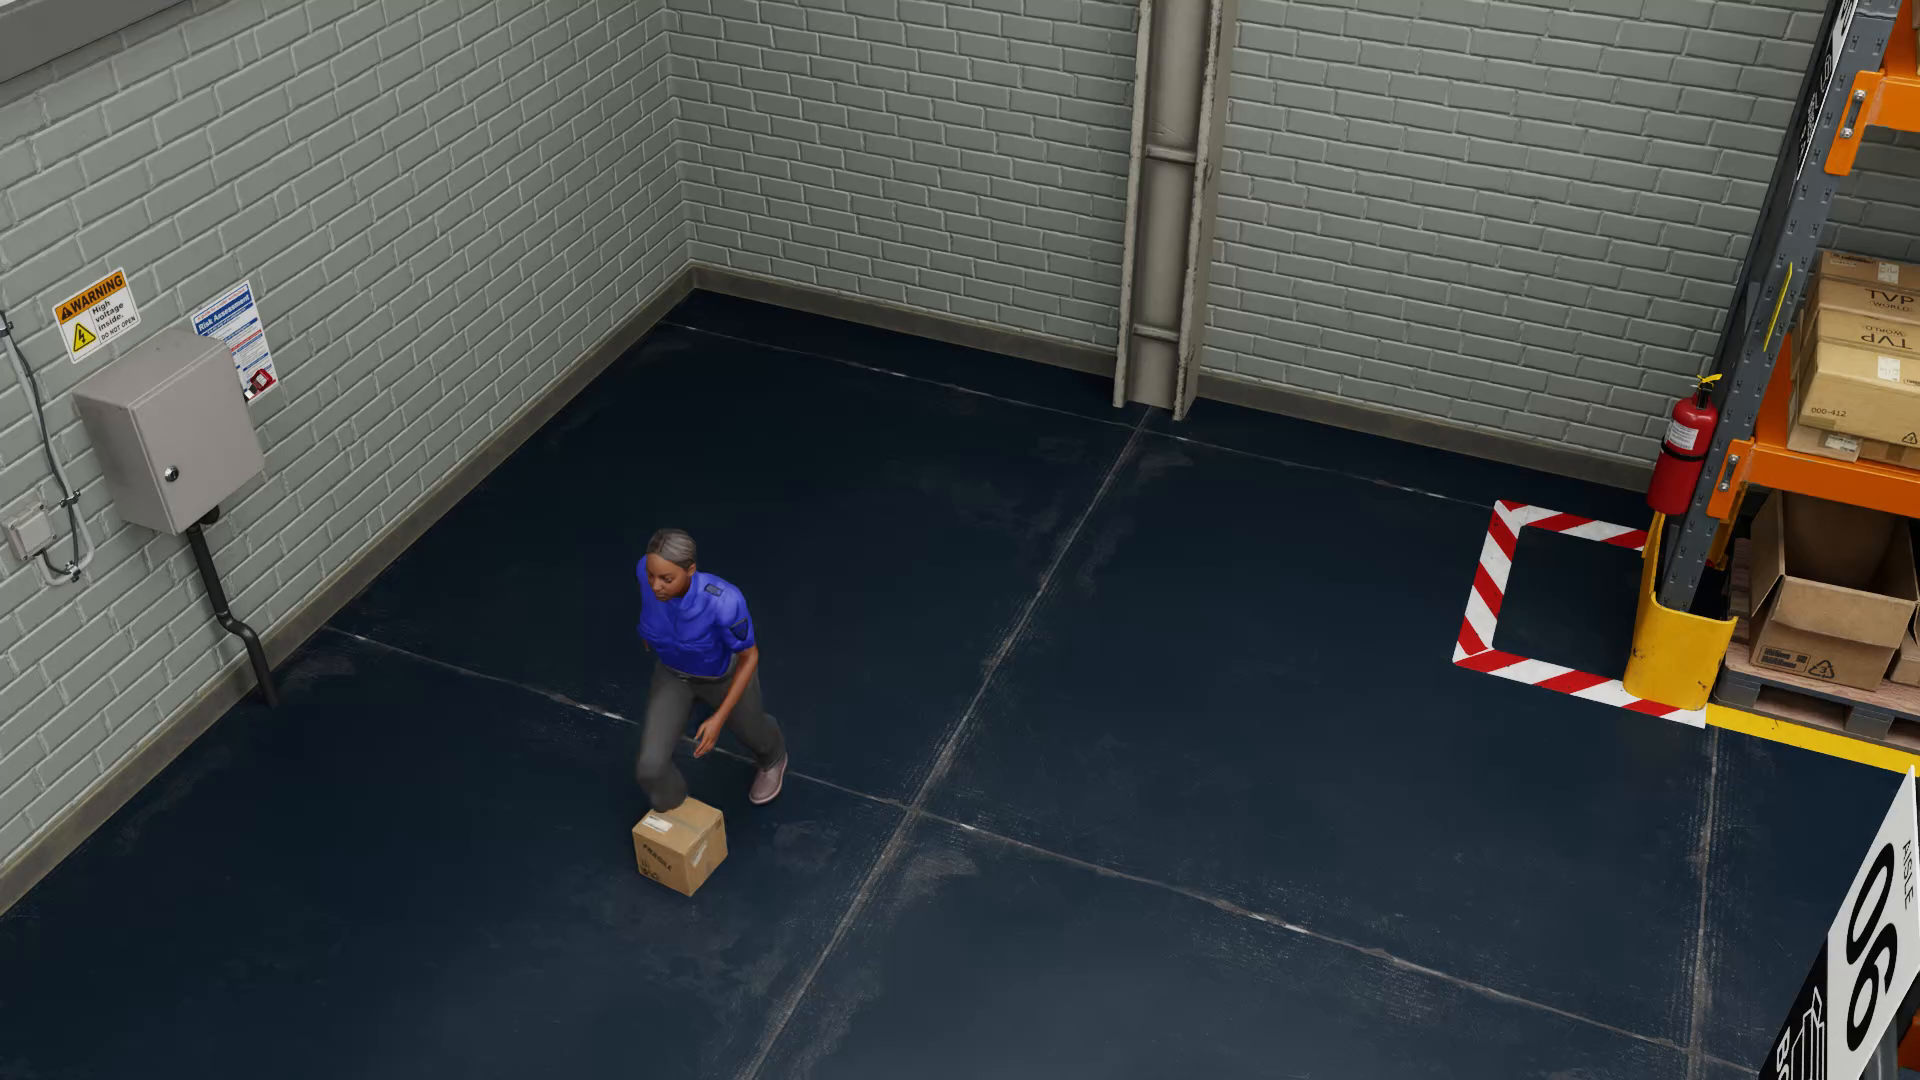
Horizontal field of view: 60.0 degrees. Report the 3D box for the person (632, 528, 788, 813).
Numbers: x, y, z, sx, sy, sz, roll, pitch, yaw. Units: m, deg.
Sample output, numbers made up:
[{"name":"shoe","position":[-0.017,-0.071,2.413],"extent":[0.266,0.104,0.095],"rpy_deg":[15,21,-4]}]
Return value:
[{"name":"person","position":[-0.976,0.509,6.225],"extent":[0.590,1.612,0.791],"rpy_deg":[10,39,13]}]
